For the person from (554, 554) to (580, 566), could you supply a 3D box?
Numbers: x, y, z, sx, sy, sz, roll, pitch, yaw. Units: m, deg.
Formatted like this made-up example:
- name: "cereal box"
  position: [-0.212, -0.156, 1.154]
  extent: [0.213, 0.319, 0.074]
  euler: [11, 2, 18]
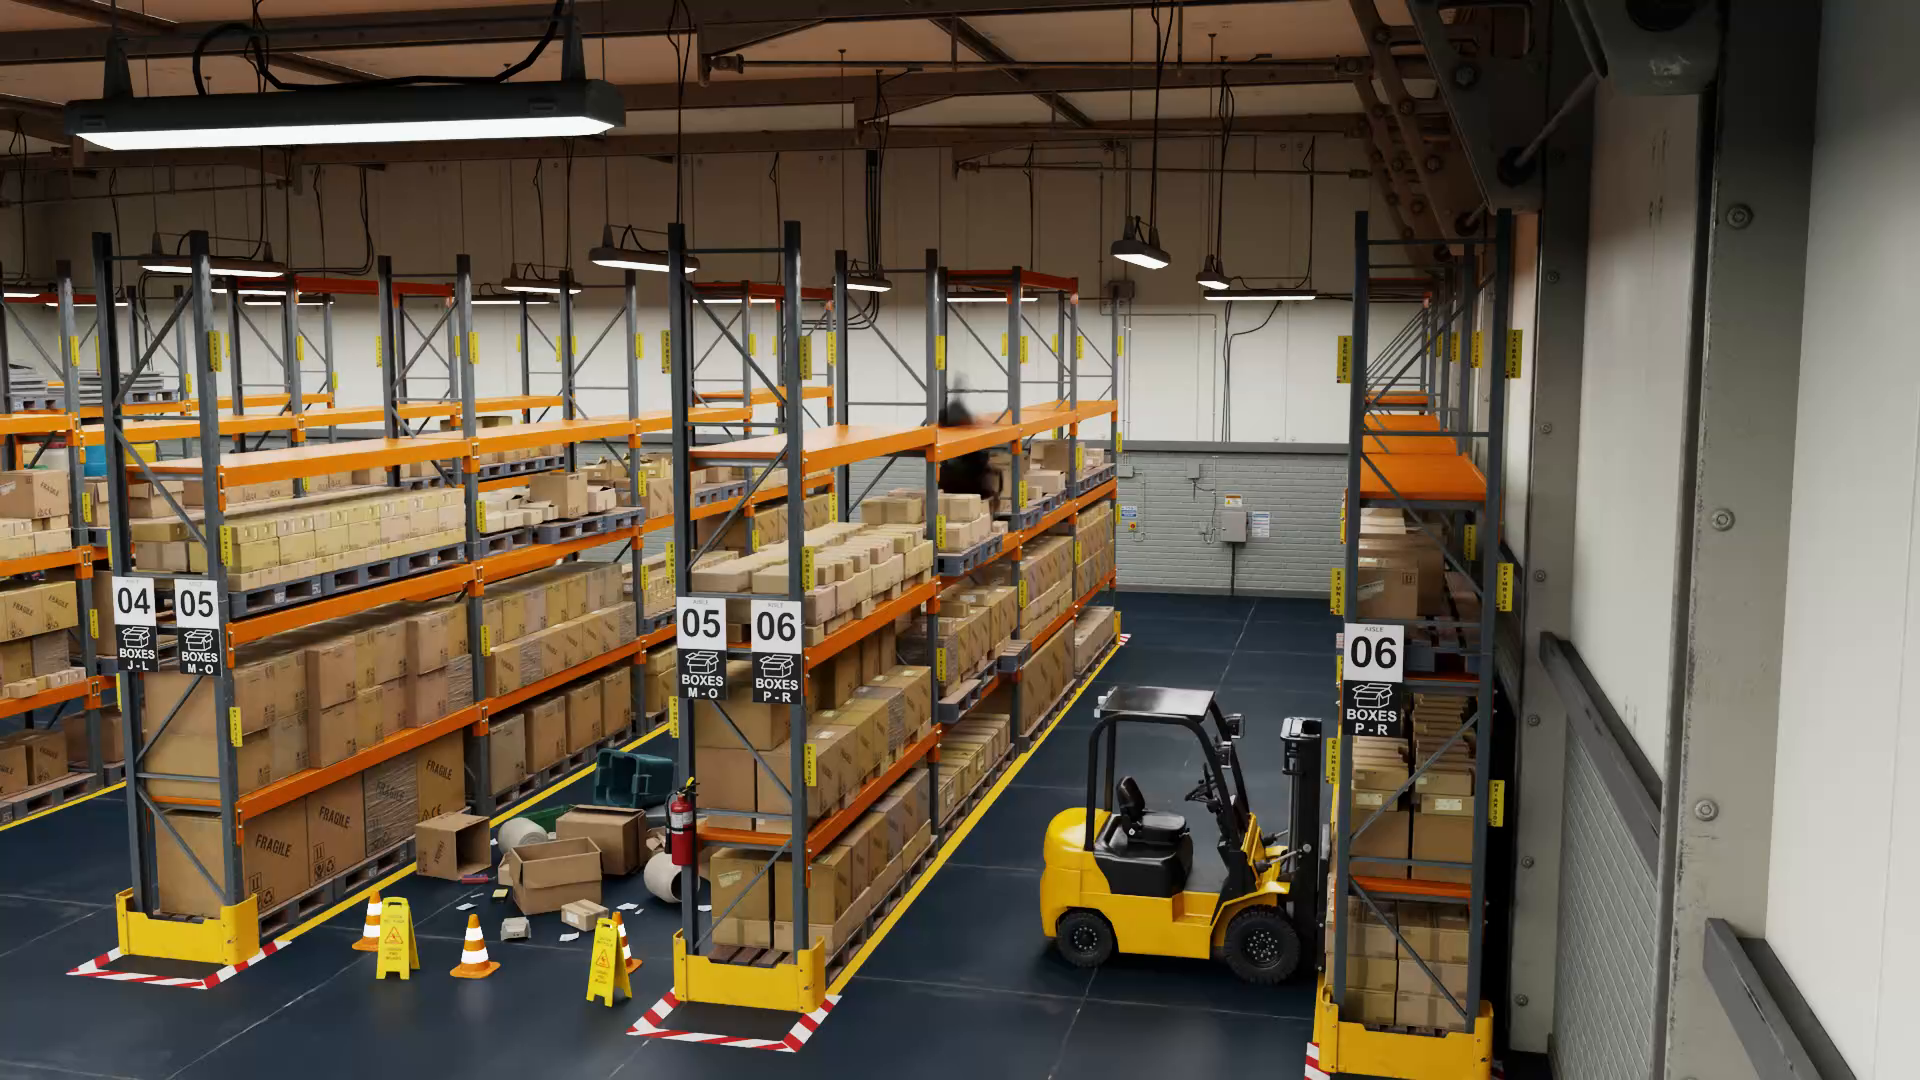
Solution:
- name: "person"
  position: [-6.414, 0.950, 27.234]
  extent: [0.670, 1.830, 0.859]
  euler: [1, 7, 5]
